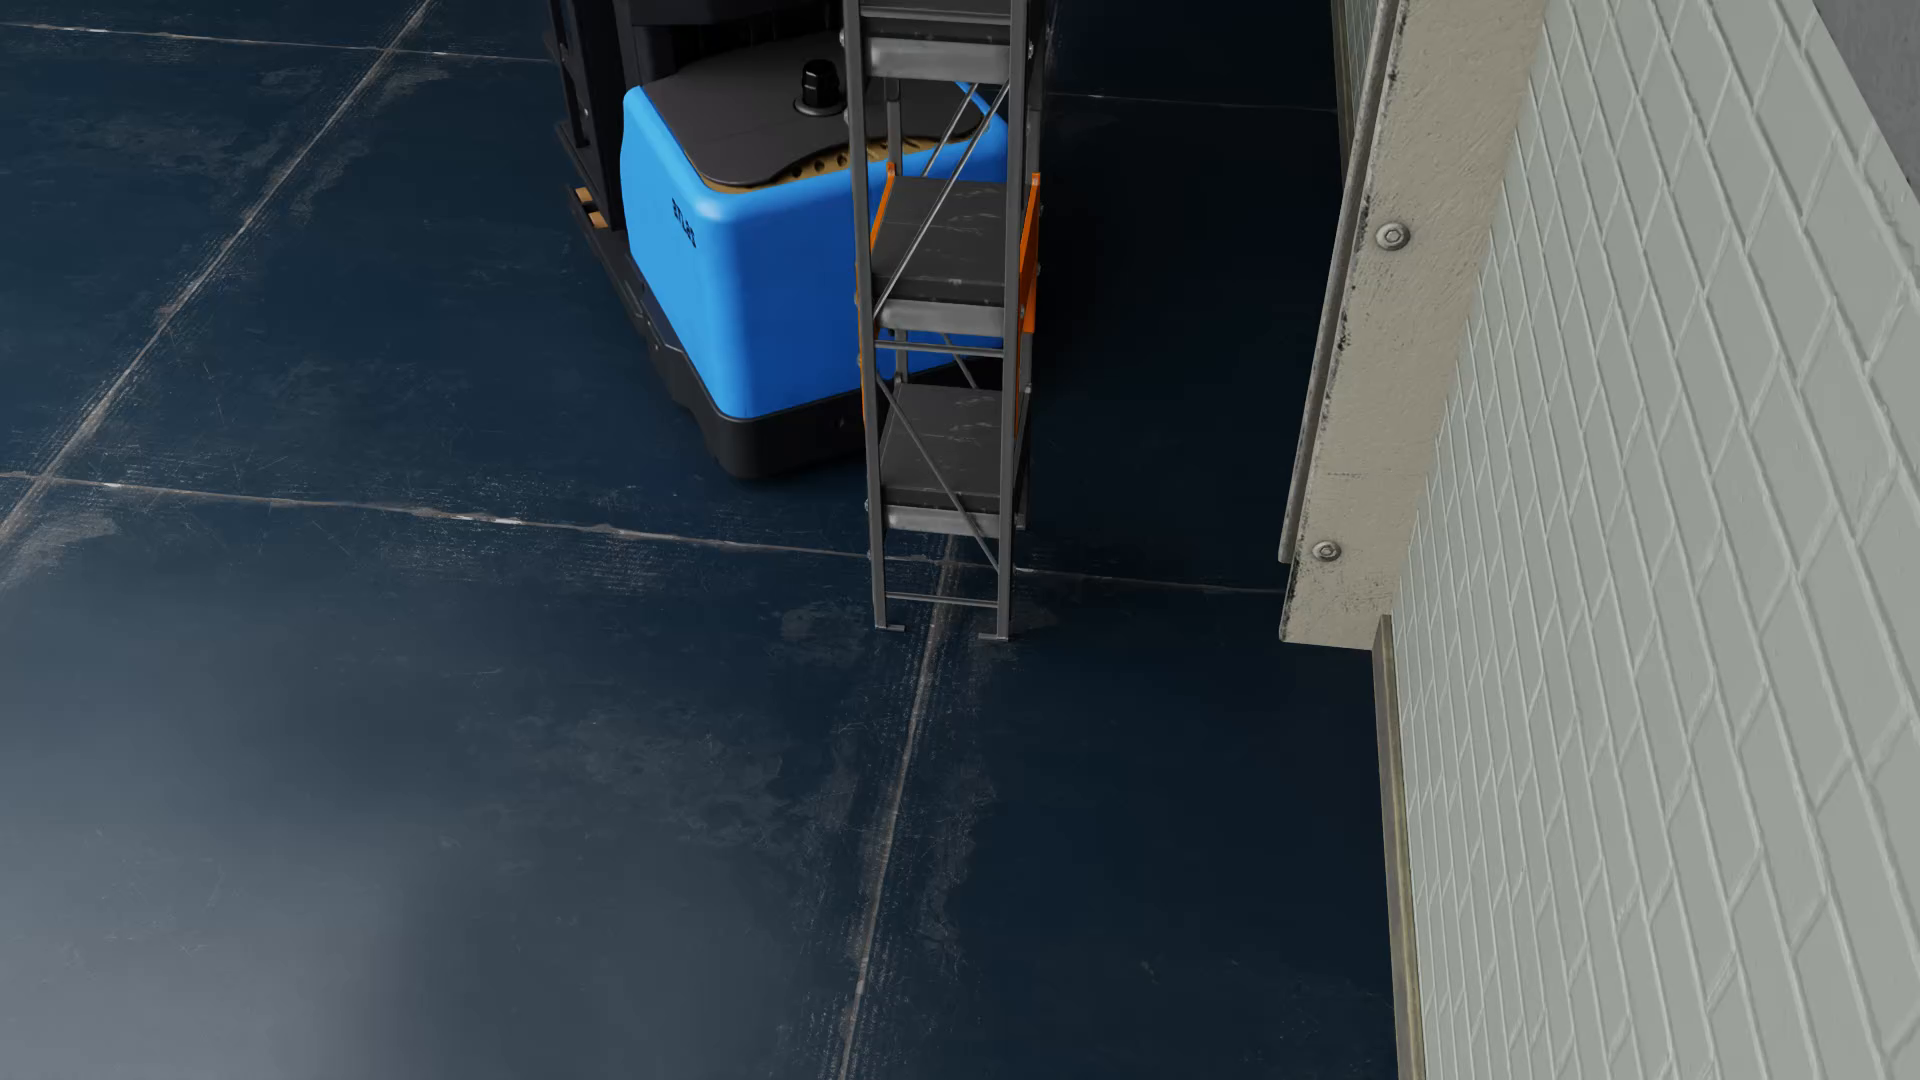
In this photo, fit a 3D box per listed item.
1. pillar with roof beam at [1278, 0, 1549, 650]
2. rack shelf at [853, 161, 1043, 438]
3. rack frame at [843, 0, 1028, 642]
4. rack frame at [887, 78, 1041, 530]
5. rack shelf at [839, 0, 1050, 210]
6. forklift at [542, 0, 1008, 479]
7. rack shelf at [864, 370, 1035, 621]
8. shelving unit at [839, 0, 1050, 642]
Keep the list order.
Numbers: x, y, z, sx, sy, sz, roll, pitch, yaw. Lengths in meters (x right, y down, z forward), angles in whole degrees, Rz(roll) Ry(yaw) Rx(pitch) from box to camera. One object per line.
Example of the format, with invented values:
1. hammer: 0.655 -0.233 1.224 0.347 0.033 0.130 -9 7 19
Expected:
1. pillar with roof beam: -3.141 -3.481 2.381 9.100 9.000 0.400 5 44 6
2. rack shelf: -0.022 -0.640 4.418 0.431 0.518 0.480 5 44 6
3. rack frame: -0.054 -0.483 4.233 0.400 2.100 0.015 5 44 6
4. rack frame: 0.010 -0.816 4.585 0.400 2.100 0.015 5 44 6
5. rack shelf: -0.022 -1.148 3.937 0.431 0.518 0.480 5 44 6
6. forklift: -0.886 -2.280 5.526 1.130 2.935 3.031 -18 46 -18
7. rack shelf: -0.022 -0.131 4.900 0.431 0.518 0.480 5 44 6
8. shelving unit: -0.022 -0.650 4.409 0.431 2.100 0.503 5 44 6
